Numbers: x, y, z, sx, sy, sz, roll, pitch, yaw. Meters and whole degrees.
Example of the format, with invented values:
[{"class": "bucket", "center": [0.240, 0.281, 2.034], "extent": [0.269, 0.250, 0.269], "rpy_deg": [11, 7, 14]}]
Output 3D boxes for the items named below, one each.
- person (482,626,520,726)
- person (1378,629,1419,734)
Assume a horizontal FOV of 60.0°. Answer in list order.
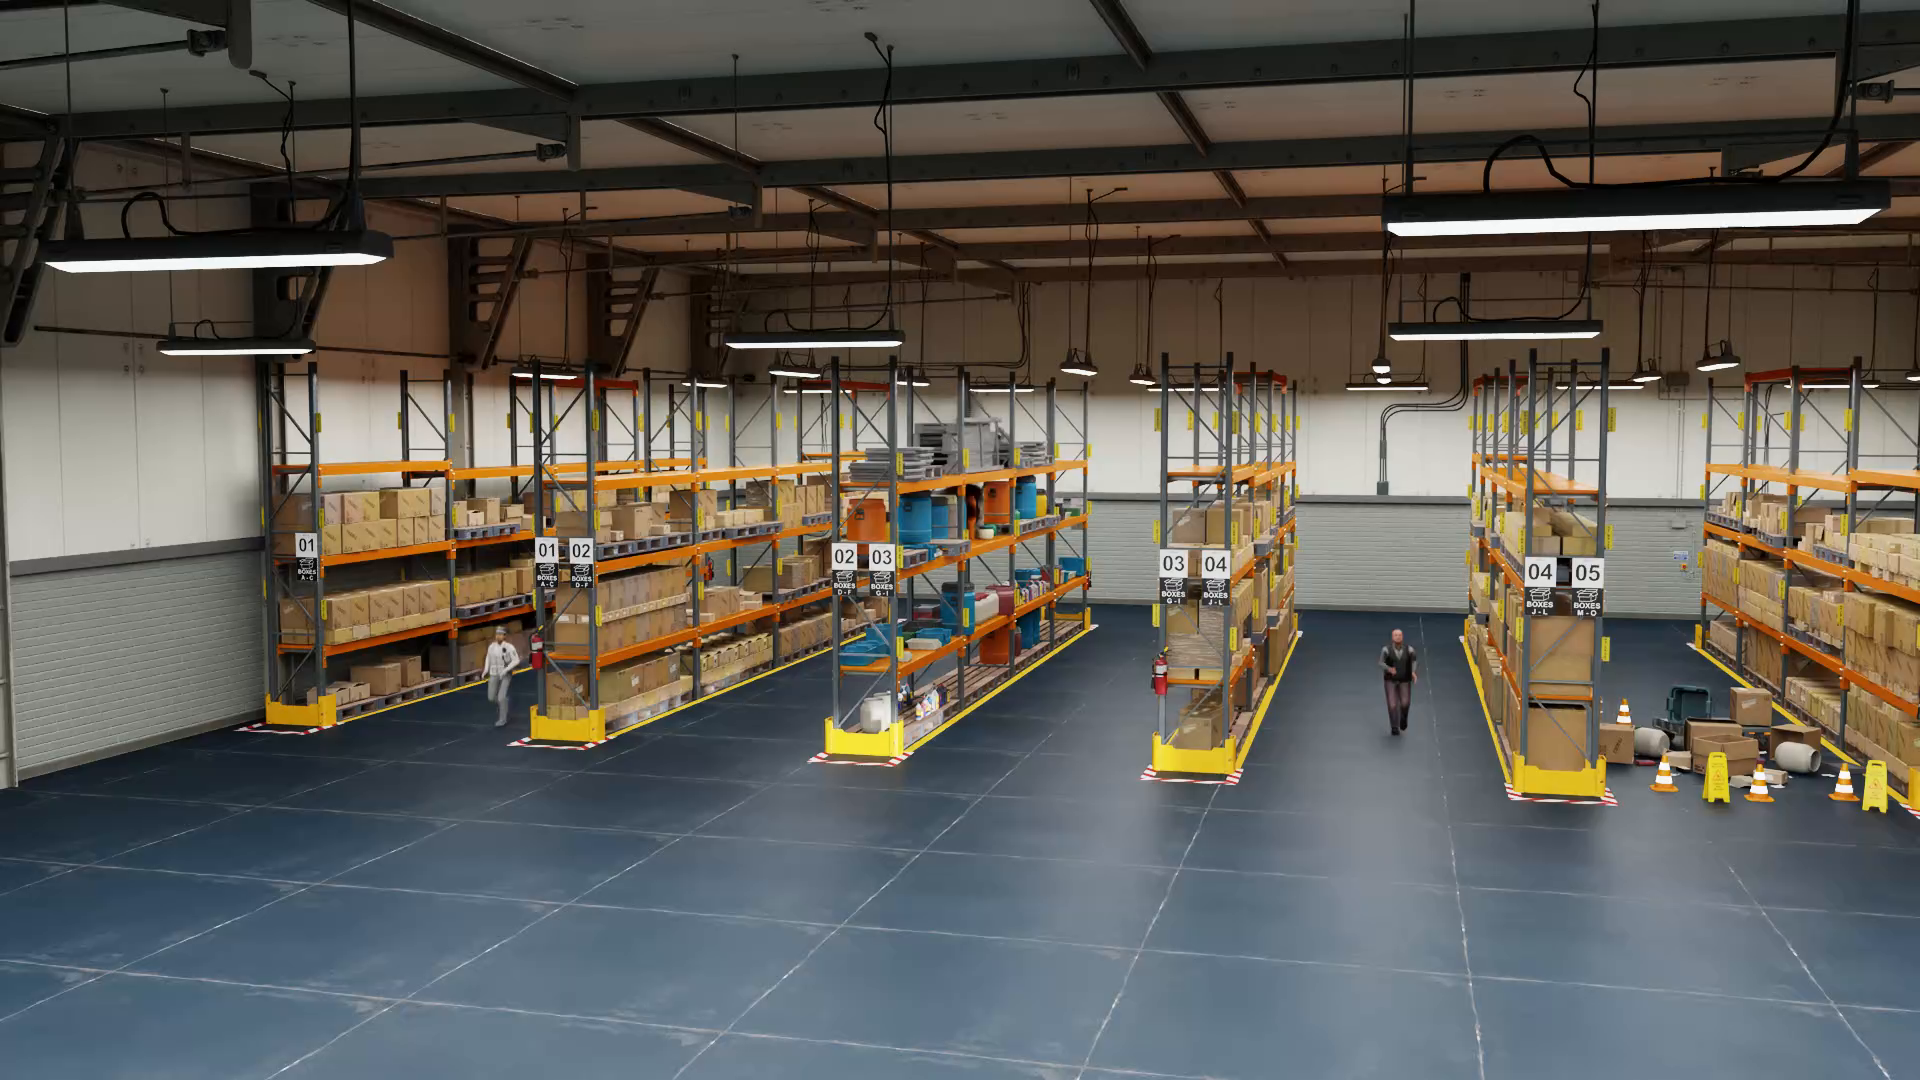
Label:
[{"class": "person", "center": [-7.617, 2.240, 27.600], "extent": [0.632, 1.650, 0.548], "rpy_deg": [1, 4, 10]}, {"class": "person", "center": [7.029, 2.281, 26.648], "extent": [0.645, 1.681, 0.592], "rpy_deg": [1, 4, 12]}]
